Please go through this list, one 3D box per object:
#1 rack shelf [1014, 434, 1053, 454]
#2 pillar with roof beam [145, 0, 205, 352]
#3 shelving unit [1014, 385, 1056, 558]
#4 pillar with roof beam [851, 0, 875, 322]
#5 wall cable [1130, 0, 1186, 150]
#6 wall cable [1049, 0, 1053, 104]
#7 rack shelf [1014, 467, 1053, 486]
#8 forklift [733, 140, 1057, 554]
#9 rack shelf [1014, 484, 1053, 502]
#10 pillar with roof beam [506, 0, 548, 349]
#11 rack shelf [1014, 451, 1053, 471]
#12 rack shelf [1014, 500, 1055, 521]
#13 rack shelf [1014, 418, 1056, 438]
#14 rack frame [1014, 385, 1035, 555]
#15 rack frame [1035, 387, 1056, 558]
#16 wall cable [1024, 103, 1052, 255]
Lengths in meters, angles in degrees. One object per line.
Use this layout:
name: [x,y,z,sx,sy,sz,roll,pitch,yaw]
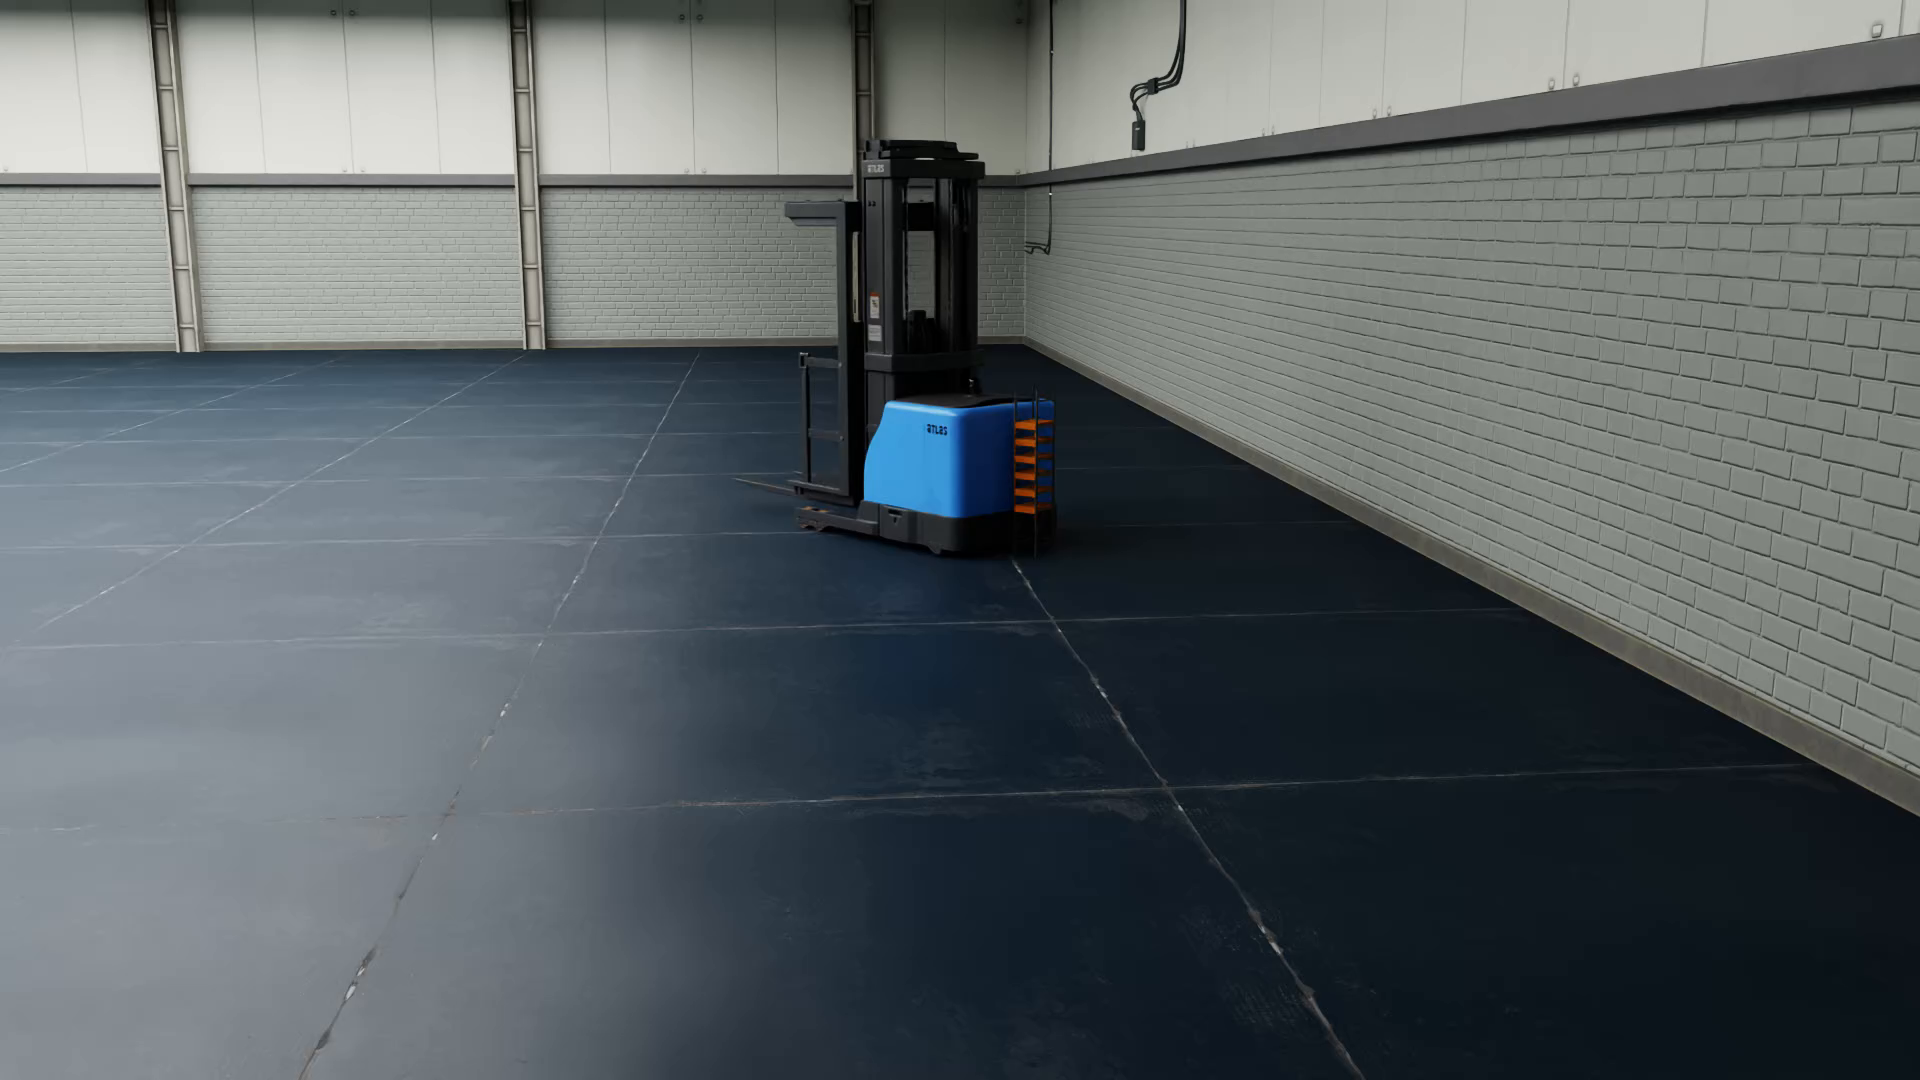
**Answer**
rack shelf: [0.534,-0.683,11.866,0.180,0.103,0.258,8,14,36]
pillar with roof beam: [-13.208,-6.942,24.500,0.400,9.000,9.100,-1,11,-6]
shelving unit: [0.534,-0.492,11.904,0.189,1.200,0.258,8,14,36]
pillar with roof beam: [-1.278,-7.192,25.772,0.548,9.000,9.100,-1,11,-6]
wall cable: [2.338,-7.673,19.403,0.169,6.003,2.305,-1,11,-6]
wall cable: [1.620,-8.261,26.167,0.112,2.526,3.097,-1,11,-6]
rack shelf: [0.534,-0.448,11.913,0.180,0.103,0.258,8,14,36]
forklift: [-0.644,-1.561,12.861,1.130,2.935,3.031,-10,15,-41]
rack shelf: [0.534,-0.330,11.937,0.180,0.103,0.258,8,14,36]
pillar with roof beam: [-7.243,-7.067,25.136,0.548,9.000,9.100,-1,11,-6]
rack shelf: [0.534,-0.566,11.890,0.180,0.103,0.258,8,14,36]
rack shelf: [0.535,-0.213,11.960,0.180,0.103,0.258,8,14,36]
rack shelf: [0.534,-0.801,11.843,0.180,0.103,0.258,8,14,36]
rack frame: [0.461,-0.502,11.959,0.006,1.200,0.240,8,14,36]
rack frame: [0.607,-0.481,11.850,0.006,1.200,0.240,8,14,36]
wall cable: [1.328,-6.302,29.293,0.112,2.526,3.097,-1,11,-6]
